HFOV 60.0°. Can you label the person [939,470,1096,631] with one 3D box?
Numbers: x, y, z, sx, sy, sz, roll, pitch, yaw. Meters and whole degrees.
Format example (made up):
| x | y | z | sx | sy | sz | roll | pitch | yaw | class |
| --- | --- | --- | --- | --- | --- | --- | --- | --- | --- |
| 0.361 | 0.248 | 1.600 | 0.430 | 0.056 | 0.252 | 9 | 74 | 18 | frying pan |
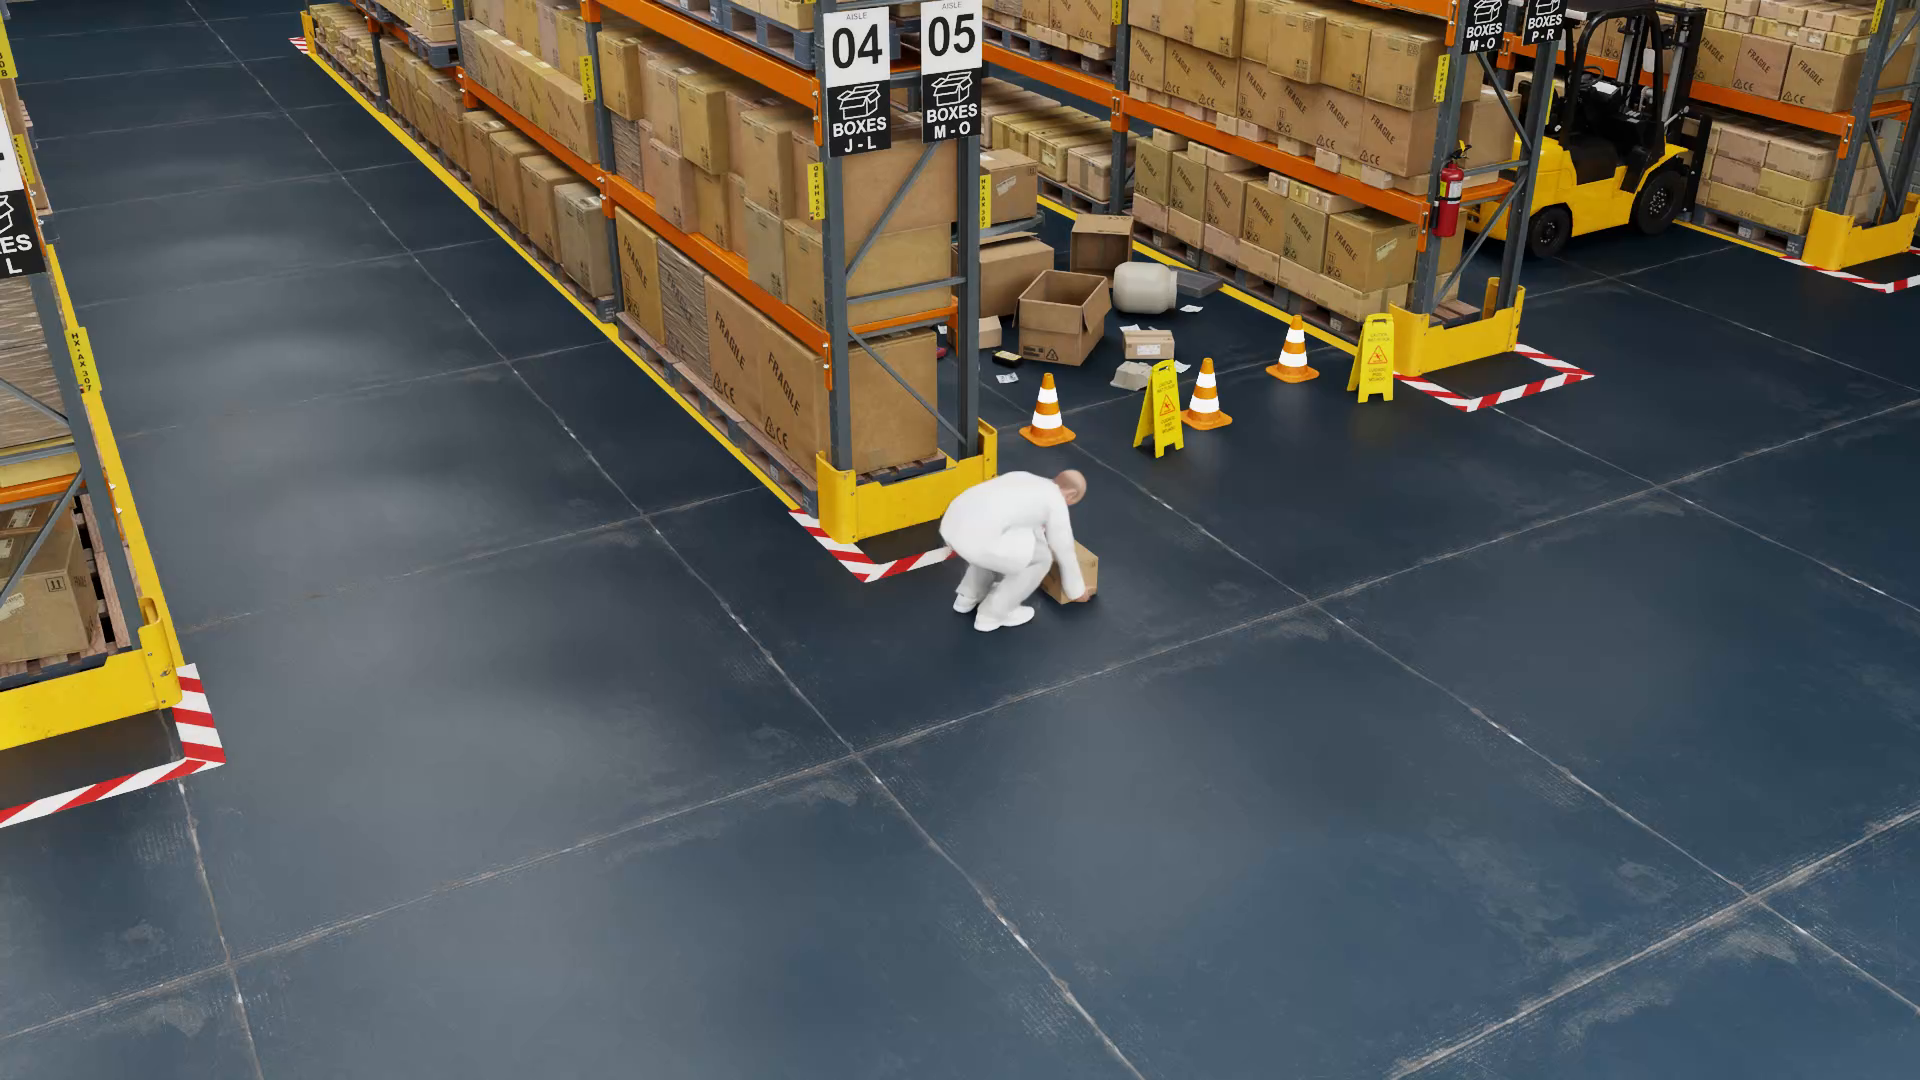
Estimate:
| x | y | z | sx | sy | sz | roll | pitch | yaw | class |
| --- | --- | --- | --- | --- | --- | --- | --- | --- | --- |
| 0.327 | 0.031 | 9.541 | 0.957 | 0.848 | 0.584 | -17 | 33 | -28 | person |
